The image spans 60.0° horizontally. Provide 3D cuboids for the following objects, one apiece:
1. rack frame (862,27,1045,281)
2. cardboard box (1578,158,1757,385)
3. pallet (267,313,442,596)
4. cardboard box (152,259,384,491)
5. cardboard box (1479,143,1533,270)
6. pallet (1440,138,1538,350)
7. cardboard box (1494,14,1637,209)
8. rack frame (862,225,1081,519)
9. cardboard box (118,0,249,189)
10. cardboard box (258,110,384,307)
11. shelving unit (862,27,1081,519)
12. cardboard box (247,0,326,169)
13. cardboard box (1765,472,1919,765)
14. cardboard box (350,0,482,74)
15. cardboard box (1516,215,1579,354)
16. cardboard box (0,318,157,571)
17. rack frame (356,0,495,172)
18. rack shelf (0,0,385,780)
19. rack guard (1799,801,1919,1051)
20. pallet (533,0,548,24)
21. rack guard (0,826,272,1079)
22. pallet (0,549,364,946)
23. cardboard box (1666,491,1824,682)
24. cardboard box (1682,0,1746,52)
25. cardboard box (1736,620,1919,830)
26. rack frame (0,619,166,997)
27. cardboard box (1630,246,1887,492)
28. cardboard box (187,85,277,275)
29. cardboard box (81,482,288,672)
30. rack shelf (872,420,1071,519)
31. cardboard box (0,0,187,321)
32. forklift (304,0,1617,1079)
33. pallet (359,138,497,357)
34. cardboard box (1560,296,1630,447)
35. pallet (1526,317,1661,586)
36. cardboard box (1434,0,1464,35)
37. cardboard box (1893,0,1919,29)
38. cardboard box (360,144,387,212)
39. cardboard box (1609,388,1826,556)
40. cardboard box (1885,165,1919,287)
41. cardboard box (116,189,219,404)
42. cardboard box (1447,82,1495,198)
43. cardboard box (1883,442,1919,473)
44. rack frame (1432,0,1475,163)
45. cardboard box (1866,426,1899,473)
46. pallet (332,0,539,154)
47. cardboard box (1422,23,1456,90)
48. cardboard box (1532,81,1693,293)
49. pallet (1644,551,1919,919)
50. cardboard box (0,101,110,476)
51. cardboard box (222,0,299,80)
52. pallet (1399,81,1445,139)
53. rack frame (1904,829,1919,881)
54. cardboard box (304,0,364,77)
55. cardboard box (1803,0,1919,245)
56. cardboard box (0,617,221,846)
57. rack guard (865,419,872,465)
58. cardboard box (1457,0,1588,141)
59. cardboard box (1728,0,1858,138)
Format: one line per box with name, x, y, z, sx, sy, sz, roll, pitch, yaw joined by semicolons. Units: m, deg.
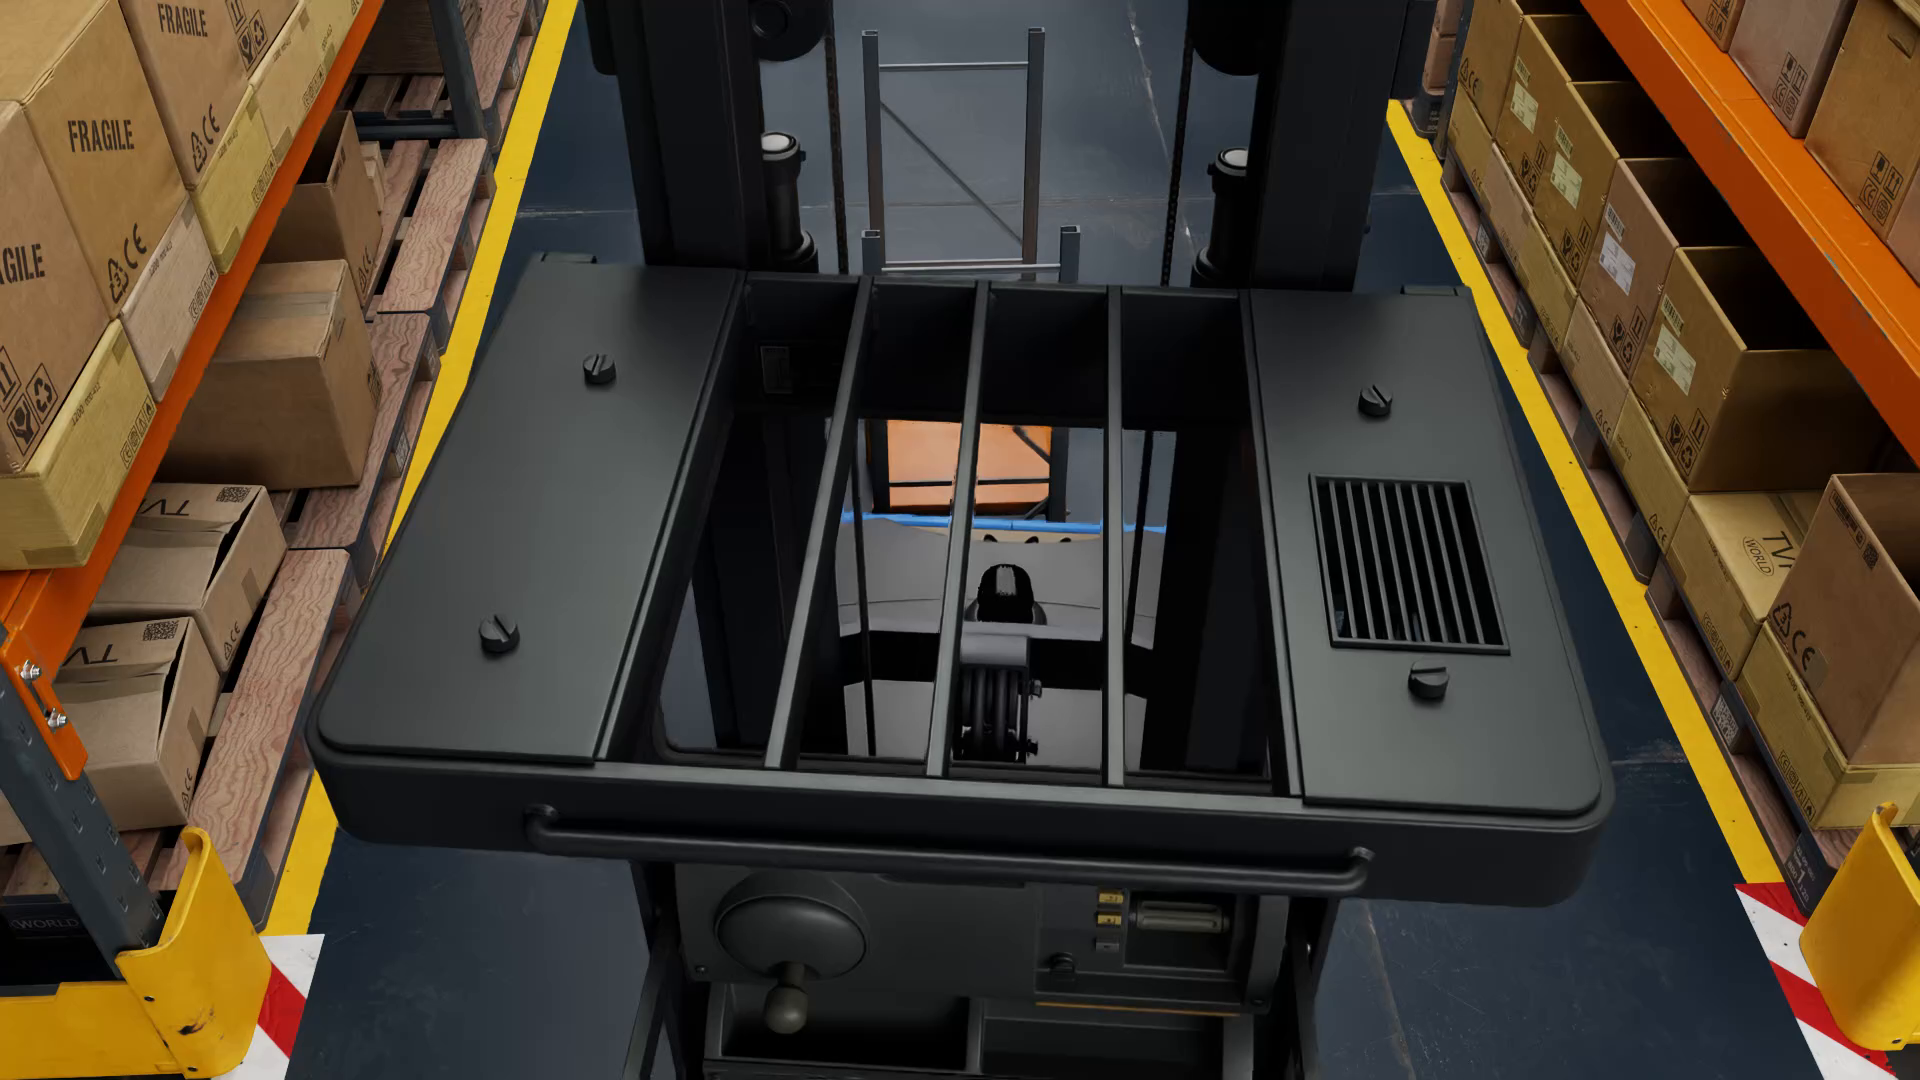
rack frame;-0.018;-0.838;5.055;0.500;1.500;0.032;-2;43;-2
cardboard box;2.282;-0.830;5.104;0.500;0.500;0.500;-2;43;-2
pallet;-2.321;-0.296;5.417;1.003;0.211;1.213;-2;43;-2
cardboard box;-2.215;-0.493;5.093;0.700;0.500;0.500;-4;43;-4
cardboard box;2.242;-1.228;6.094;0.500;0.250;0.500;-2;43;-2
pallet;2.501;-1.181;6.382;1.003;0.211;1.213;-2;43;-2
cardboard box;2.245;-1.505;5.841;0.500;0.500;0.500;-2;43;-2
rack frame;0.025;-0.152;4.306;0.500;1.500;0.032;-2;43;-2
cardboard box;-2.017;-1.144;3.819;0.500;0.500;0.500;-3;43;-3
cardboard box;-2.356;-1.143;5.802;0.500;0.500;0.500;-5;43;-5
shelving unit;0.003;-0.501;4.687;0.587;1.500;1.083;-2;43;-2
cardboard box;-2.045;-1.228;4.466;0.500;0.250;0.500;-1;43;-1
cardboard box;2.359;0.183;4.000;0.500;0.500;0.500;-2;43;-2
cardboard box;-2.488;-2.339;7.106;0.700;0.500;0.500;0;43;0
cardboard box;2.258;-0.891;5.726;0.500;0.250;0.500;-2;43;-2
cardboard box;-1.974;-0.192;3.336;0.500;0.250;0.500;-3;43;-3
rack frame;-2.440;-2.602;5.869;1.000;3.000;0.127;-2;43;-2
rack shelf;-2.355;-0.987;4.639;1.077;0.370;4.000;-2;43;-2
rack guard;2.680;0.891;3.907;1.175;0.500;0.348;-2;43;-2
pallet;-2.529;-2.925;8.285;1.003;0.211;1.213;-2;43;-2
rack guard;-2.273;0.969;3.823;1.175;0.500;0.348;-2;43;-2
pallet;-2.273;0.526;4.520;1.003;0.211;1.213;-2;43;-2
cardboard box;2.328;0.122;4.621;0.500;0.250;0.500;-2;43;-2
cardboard box;2.580;-1.789;4.908;0.700;0.500;0.500;-1;43;-1
cardboard box;2.361;0.459;4.253;0.500;0.250;0.500;-2;43;-2
rack frame;-2.270;0.098;2.923;1.000;3.000;0.127;-2;43;-2
cardboard box;2.302;-0.492;4.736;0.500;0.500;0.500;-2;43;-2
cardboard box;-2.026;-0.886;4.093;0.500;0.250;0.500;-2;43;-2
cardboard box;-2.234;0.073;4.615;0.500;0.311;0.500;2;43;2
rack shelf;0.004;-0.363;4.802;0.538;0.185;1.000;-2;43;-2
cardboard box;-2.001;-0.795;3.439;0.500;0.500;0.500;-2;43;-2
forklift;0.019;0.652;2.370;1.130;2.935;3.031;3;43;3
pallet;-2.376;-1.122;6.317;1.003;0.211;1.213;-2;43;-2
cardboard box;2.285;-0.553;5.358;0.500;0.250;0.500;-2;43;-2
pallet;2.556;-0.355;5.481;1.003;0.211;1.213;-2;43;-2
cardboard box;2.205;-2.360;6.914;0.500;0.311;0.500;-2;43;-2
cardboard box;2.429;-1.271;3.863;0.380;0.149;0.250;0;43;0
cardboard box;-2.387;-1.359;6.284;0.380;0.166;0.250;-7;43;-7
cardboard box;2.305;-0.216;4.989;0.500;0.250;0.500;-2;43;-2
cardboard box;2.645;-0.753;3.778;0.700;0.500;0.500;-1;43;-1
cardboard box;-2.010;-0.542;3.718;0.500;0.250;0.500;-3;43;-3
cardboard box;2.226;-1.566;6.463;0.500;0.250;0.500;-2;43;-2
cardboard box;2.855;-0.170;4.384;0.500;0.500;0.500;-2;43;-2
rack frame;2.509;-2.747;6.027;1.000;3.000;0.127;-2;43;-2
cardboard box;2.821;-0.507;4.752;0.500;0.500;0.500;-2;43;-2
pallet;-2.475;-2.100;7.384;1.003;0.211;1.213;-2;43;-2
cardboard box;2.202;-2.159;7.110;0.500;0.250;0.500;-2;43;-2
cardboard box;2.258;-1.167;5.472;0.500;0.500;0.500;-2;43;-2
pallet;2.605;0.467;4.585;1.003;0.211;1.213;-2;43;-2
cardboard box;-1.990;-0.461;3.074;0.500;0.500;0.500;-2;43;-2
cardboard box;-2.051;-1.492;4.199;0.500;0.500;0.500;0;43;0
pallet;2.439;-2.215;7.510;1.003;0.211;1.213;-2;43;-2
rack frame;2.679;-0.046;3.080;1.000;3.000;0.127;-2;43;-2
cardboard box;-2.067;-1.567;4.836;0.500;0.250;0.500;-2;43;-2
cardboard box;2.629;-1.088;4.143;0.700;0.500;0.500;-1;43;-2
cardboard box;-2.210;0.458;4.195;0.500;0.311;0.500;-6;43;-7
rack guard;-0.018;-0.377;5.476;0.587;0.250;0.087;-2;43;-2
cardboard box;2.216;-1.842;6.209;0.500;0.500;0.500;-2;43;-2
cardboard box;2.603;-1.444;4.531;0.700;0.500;0.500;0;43;-1
